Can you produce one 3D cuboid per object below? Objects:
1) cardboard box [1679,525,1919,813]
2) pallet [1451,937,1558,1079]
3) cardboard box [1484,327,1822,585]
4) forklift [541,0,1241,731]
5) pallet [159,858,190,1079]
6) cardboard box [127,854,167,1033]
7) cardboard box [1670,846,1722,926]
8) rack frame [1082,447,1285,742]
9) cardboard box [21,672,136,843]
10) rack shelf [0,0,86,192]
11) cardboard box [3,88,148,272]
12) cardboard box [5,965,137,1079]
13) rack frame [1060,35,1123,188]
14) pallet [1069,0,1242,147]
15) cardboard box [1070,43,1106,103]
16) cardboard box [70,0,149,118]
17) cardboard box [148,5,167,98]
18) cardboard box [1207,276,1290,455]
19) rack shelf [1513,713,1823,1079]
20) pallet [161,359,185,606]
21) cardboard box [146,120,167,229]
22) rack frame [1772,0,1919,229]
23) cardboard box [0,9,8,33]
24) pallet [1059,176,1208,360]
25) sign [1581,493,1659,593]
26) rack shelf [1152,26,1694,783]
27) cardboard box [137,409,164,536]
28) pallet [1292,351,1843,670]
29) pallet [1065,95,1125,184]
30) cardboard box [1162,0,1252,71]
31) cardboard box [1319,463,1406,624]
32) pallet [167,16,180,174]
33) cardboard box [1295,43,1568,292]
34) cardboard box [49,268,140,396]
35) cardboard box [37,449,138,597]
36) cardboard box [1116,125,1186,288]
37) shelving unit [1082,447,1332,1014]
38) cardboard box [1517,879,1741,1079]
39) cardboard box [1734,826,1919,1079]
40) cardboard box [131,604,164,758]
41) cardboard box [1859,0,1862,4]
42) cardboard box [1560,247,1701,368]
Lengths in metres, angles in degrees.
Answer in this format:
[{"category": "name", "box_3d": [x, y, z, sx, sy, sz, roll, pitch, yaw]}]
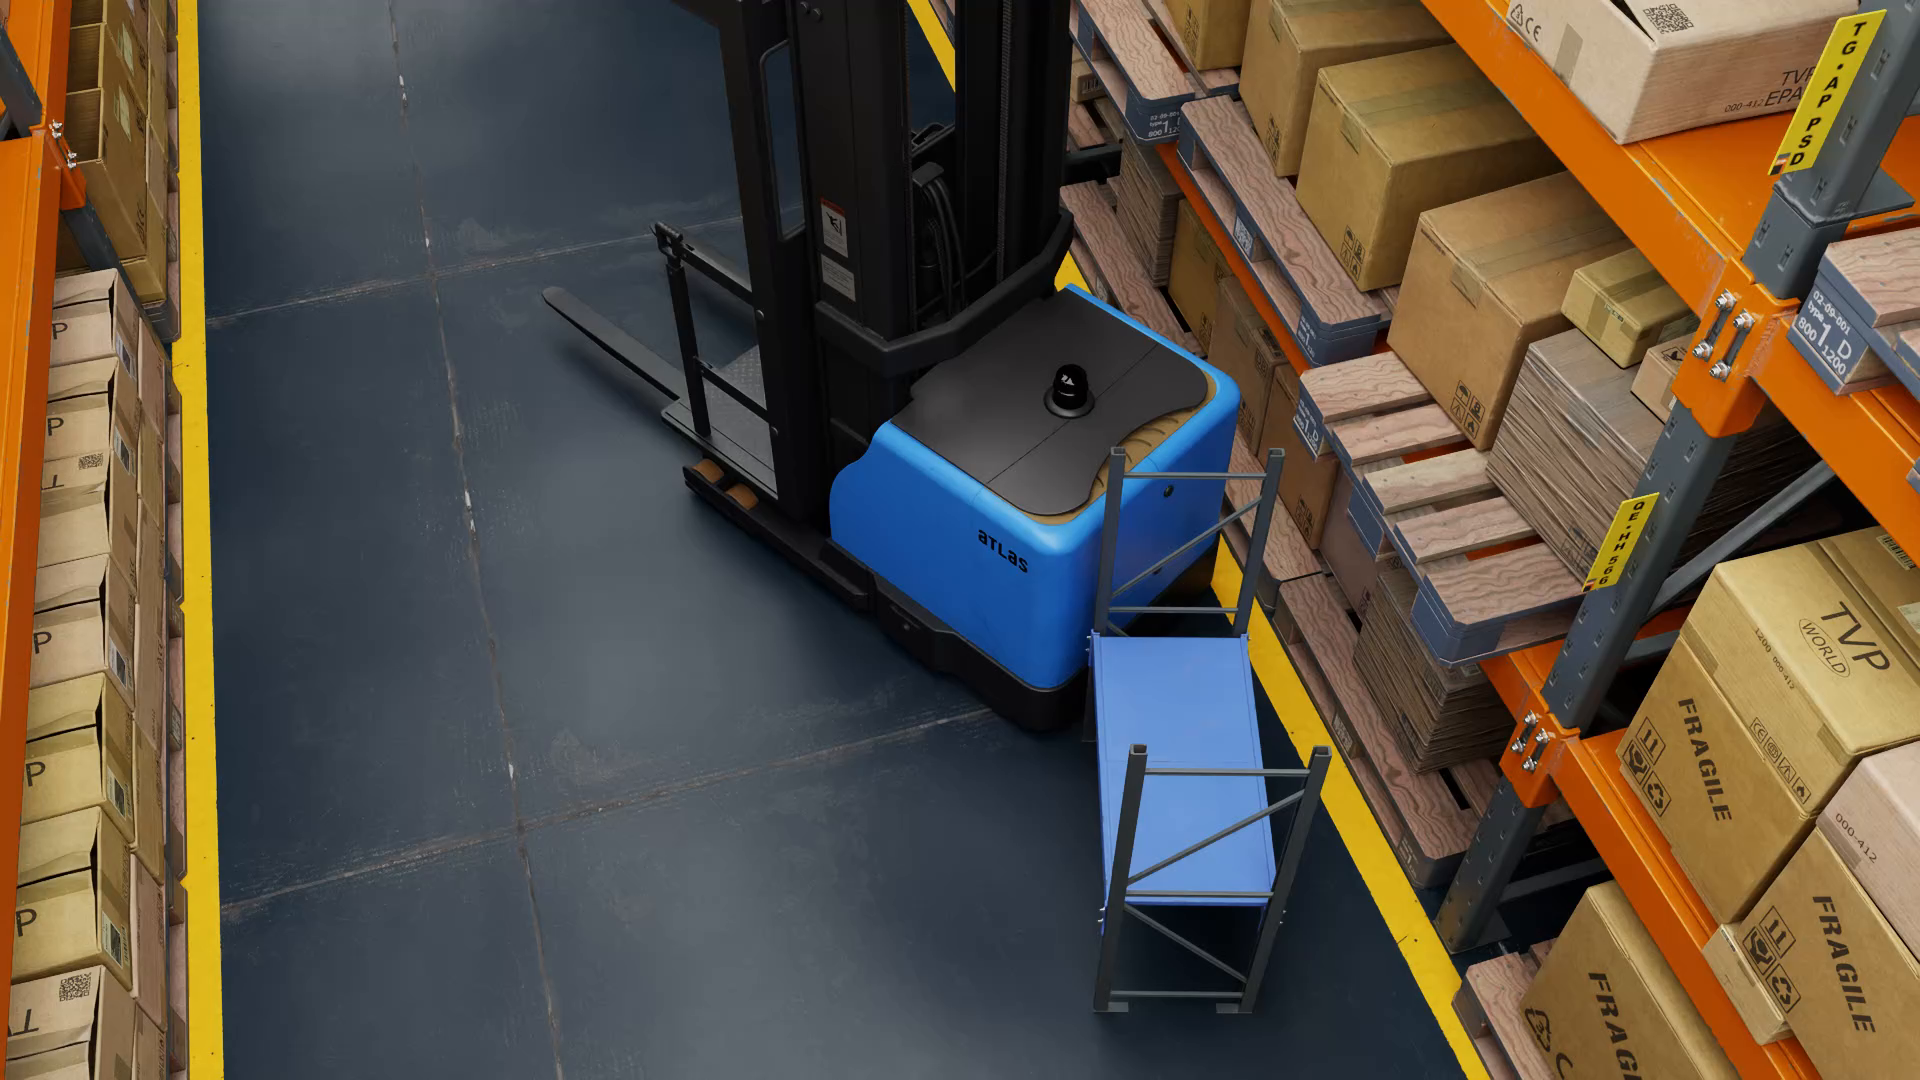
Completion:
[{"category": "cardboard box", "box_3d": [1.947, 0.262, 3.594, 0.500, 0.250, 0.500, -12, 51, -10]}, {"category": "pallet", "box_3d": [2.212, 1.719, 4.953, 1.003, 0.211, 1.213, -13, 51, -11]}, {"category": "cardboard box", "box_3d": [1.902, -0.288, 4.468, 0.700, 0.500, 0.500, -19, 52, -15]}, {"category": "forklift", "box_3d": [-0.461, -1.269, 5.692, 3.031, 2.935, 1.130, 35, 58, 26]}, {"category": "pallet", "box_3d": [-2.887, 1.638, 5.020, 1.003, 0.211, 1.213, -13, 51, -11]}, {"category": "cardboard box", "box_3d": [-2.704, 1.285, 5.018, 0.500, 0.250, 0.500, -15, 51, -12]}, {"category": "cardboard box", "box_3d": [1.993, 0.780, 4.071, 0.380, 0.149, 0.250, -13, 51, -10]}, {"category": "rack frame", "box_3d": [0.686, 0.228, 5.366, 0.500, 1.500, 0.032, 0, 50, 0]}, {"category": "cardboard box", "box_3d": [-2.867, 0.716, 5.131, 0.500, 0.311, 0.500, -15, 51, -12]}, {"category": "rack shelf", "box_3d": [-4.455, -2.801, 7.409, 1.077, 0.370, 4.000, -13, 51, -11]}, {"category": "cardboard box", "box_3d": [-3.701, -1.472, 6.852, 0.500, 0.500, 0.500, -13, 51, -11]}, {"category": "cardboard box", "box_3d": [-2.555, 1.471, 4.495, 0.500, 0.311, 0.500, -12, 51, -10]}, {"category": "rack frame", "box_3d": [0.868, -2.695, 6.849, 1.000, 3.000, 0.127, -13, 51, -11]}, {"category": "pallet", "box_3d": [0.955, -2.042, 6.424, 1.003, 0.211, 1.213, -13, 51, -11]}, {"category": "cardboard box", "box_3d": [0.681, -2.307, 8.088, 0.380, 0.166, 0.250, -19, 53, -16]}, {"category": "cardboard box", "box_3d": [-3.997, -2.202, 7.468, 0.500, 0.500, 0.500, -13, 51, -11]}, {"category": "cardboard box", "box_3d": [-4.150, -2.325, 8.061, 0.500, 0.250, 0.500, -13, 51, -11]}, {"category": "cardboard box", "box_3d": [1.414, -0.749, 6.556, 0.700, 0.500, 0.500, -13, 51, -11]}, {"category": "rack shelf", "box_3d": [2.642, 1.920, 3.430, 1.077, 0.370, 4.000, -13, 51, -11]}, {"category": "pallet", "box_3d": [-3.608, -0.144, 6.523, 1.003, 0.211, 1.213, -13, 51, -11]}, {"category": "cardboard box", "box_3d": [-3.854, -1.594, 7.446, 0.500, 0.250, 0.500, -13, 51, -11]}, {"category": "rack frame", "box_3d": [2.051, -1.707, 2.093, 1.000, 3.000, 0.127, -13, 51, -11]}, {"category": "cardboard box", "box_3d": [-4.001, -1.927, 6.137, 0.700, 0.500, 0.500, -15, 51, -12]}, {"category": "pallet", "box_3d": [1.099, -1.227, 7.436, 1.003, 0.211, 1.213, -13, 51, -11]}, {"category": "sign", "box_3d": [1.535, 0.009, 3.865, 0.100, 0.325, 0.005, -13, 51, -11]}, {"category": "rack shelf", "box_3d": [1.459, -1.002, 5.893, 1.077, 0.370, 4.000, -13, 51, -11]}, {"category": "cardboard box", "box_3d": [-3.316, -0.214, 6.282, 0.500, 0.250, 0.500, -14, 51, -12]}, {"category": "pallet", "box_3d": [1.738, -0.208, 4.878, 1.213, 0.211, 1.003, -13, 51, -11]}, {"category": "pallet", "box_3d": [0.635, -2.278, 8.322, 1.003, 0.211, 1.213, -13, 51, -11]}, {"category": "cardboard box", "box_3d": [1.144, -2.079, 5.978, 0.700, 0.500, 0.500, -9, 50, -7]}, {"category": "cardboard box", "box_3d": [1.747, -0.026, 5.947, 0.700, 0.500, 0.500, -13, 51, -11]}, {"category": "pallet", "box_3d": [-4.423, -2.156, 8.219, 1.003, 0.211, 1.213, -13, 51, -11]}, {"category": "cardboard box", "box_3d": [1.512, -1.193, 5.230, 0.700, 0.500, 0.500, -13, 51, -11]}, {"category": "cardboard box", "box_3d": [-3.470, -0.771, 6.384, 0.500, 0.311, 0.500, -13, 51, -11]}, {"category": "cardboard box", "box_3d": [-3.165, -0.027, 5.758, 0.500, 0.311, 0.500, -13, 51, -11]}, {"category": "cardboard box", "box_3d": [1.101, -1.497, 7.187, 0.700, 0.500, 0.500, -12, 51, -10]}, {"category": "shelving unit", "box_3d": [0.680, 0.617, 5.039, 0.538, 1.500, 1.048, 0, 50, 0]}, {"category": "cardboard box", "box_3d": [2.143, 1.351, 4.570, 0.750, 0.750, 0.750, -14, 51, -11]}, {"category": "cardboard box", "box_3d": [2.096, 0.890, 3.555, 0.500, 0.500, 0.500, -12, 51, -10]}, {"category": "cardboard box", "box_3d": [-3.015, 0.532, 5.653, 0.500, 0.250, 0.500, -12, 51, -10]}, {"category": "cardboard box", "box_3d": [2.057, -1.356, 3.681, 0.500, 0.500, 0.500, -13, 51, -11]}, {"category": "cardboard box", "box_3d": [1.811, -0.633, 4.334, 0.380, 0.149, 0.250, -21, 53, -17]}]
